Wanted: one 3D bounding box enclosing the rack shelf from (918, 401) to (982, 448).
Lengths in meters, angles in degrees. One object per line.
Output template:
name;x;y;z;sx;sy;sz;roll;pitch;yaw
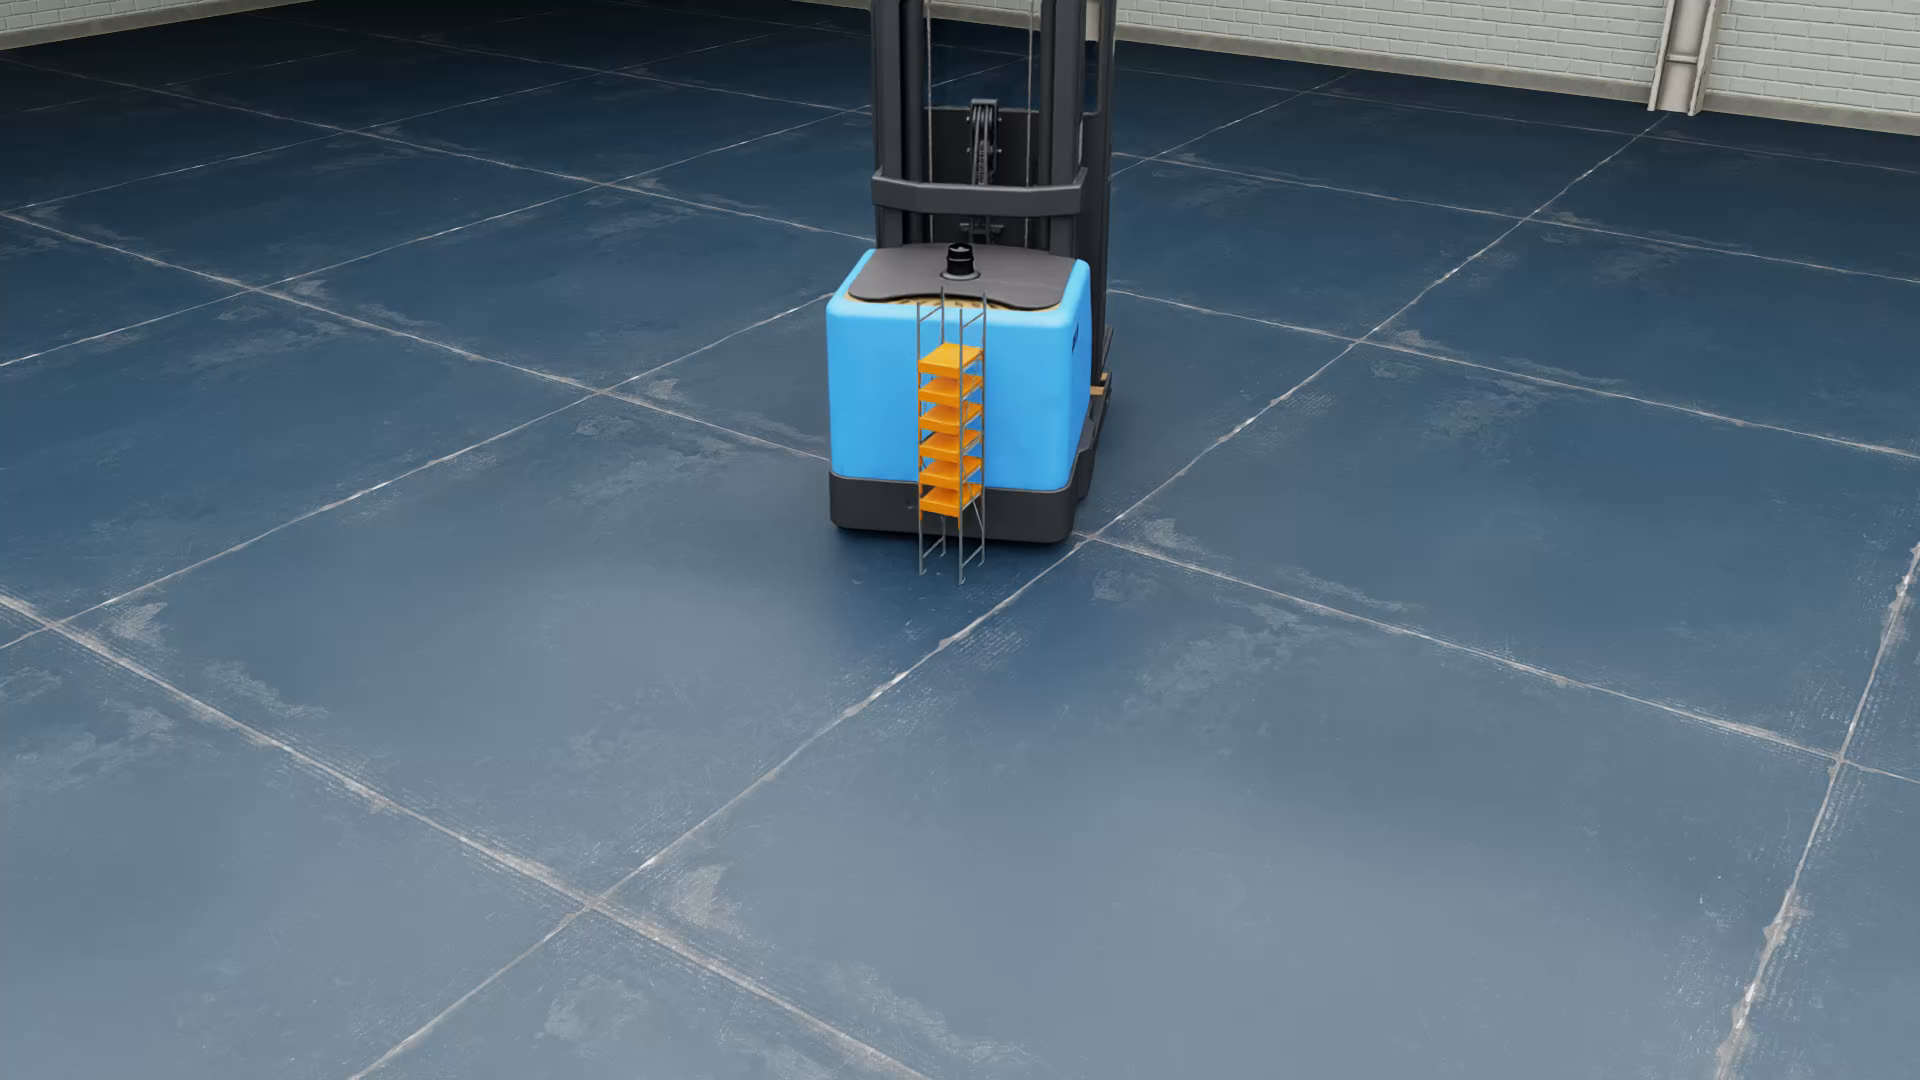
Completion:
rack shelf;-0.032;-0.478;6.699;0.180;0.103;0.258;12;29;22

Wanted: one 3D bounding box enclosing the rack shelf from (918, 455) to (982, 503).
rack shelf;-0.032;-0.264;6.808;0.180;0.103;0.258;12;29;22

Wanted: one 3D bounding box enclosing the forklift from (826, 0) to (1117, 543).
forklift;0.186;-1.938;7.827;1.130;2.935;3.031;4;27;9

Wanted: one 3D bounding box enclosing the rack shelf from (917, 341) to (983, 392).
rack shelf;-0.032;-0.692;6.590;0.180;0.103;0.258;12;29;22

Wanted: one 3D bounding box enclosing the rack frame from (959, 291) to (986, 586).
rack frame;0.050;-0.393;6.699;0.006;1.200;0.240;12;29;22

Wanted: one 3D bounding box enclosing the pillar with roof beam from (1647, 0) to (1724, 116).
pillar with roof beam;3.902;-6.218;9.547;0.400;9.000;9.100;17;32;30

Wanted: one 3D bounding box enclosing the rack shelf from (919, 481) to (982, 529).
rack shelf;-0.032;-0.157;6.863;0.180;0.103;0.258;12;29;22

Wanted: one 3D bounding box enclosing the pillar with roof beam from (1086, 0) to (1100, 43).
pillar with roof beam;-1.043;-7.759;12.575;0.400;9.000;9.100;17;32;30

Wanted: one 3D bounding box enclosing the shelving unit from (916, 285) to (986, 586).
shelving unit;-0.032;-0.410;6.734;0.189;1.200;0.258;12;29;22

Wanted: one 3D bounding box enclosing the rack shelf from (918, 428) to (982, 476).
rack shelf;-0.032;-0.371;6.754;0.180;0.103;0.258;12;29;22

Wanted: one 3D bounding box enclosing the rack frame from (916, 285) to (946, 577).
rack frame;-0.115;-0.428;6.768;0.006;1.200;0.240;12;29;22

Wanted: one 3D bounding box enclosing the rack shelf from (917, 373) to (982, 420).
rack shelf;-0.032;-0.585;6.645;0.180;0.103;0.258;12;29;22
